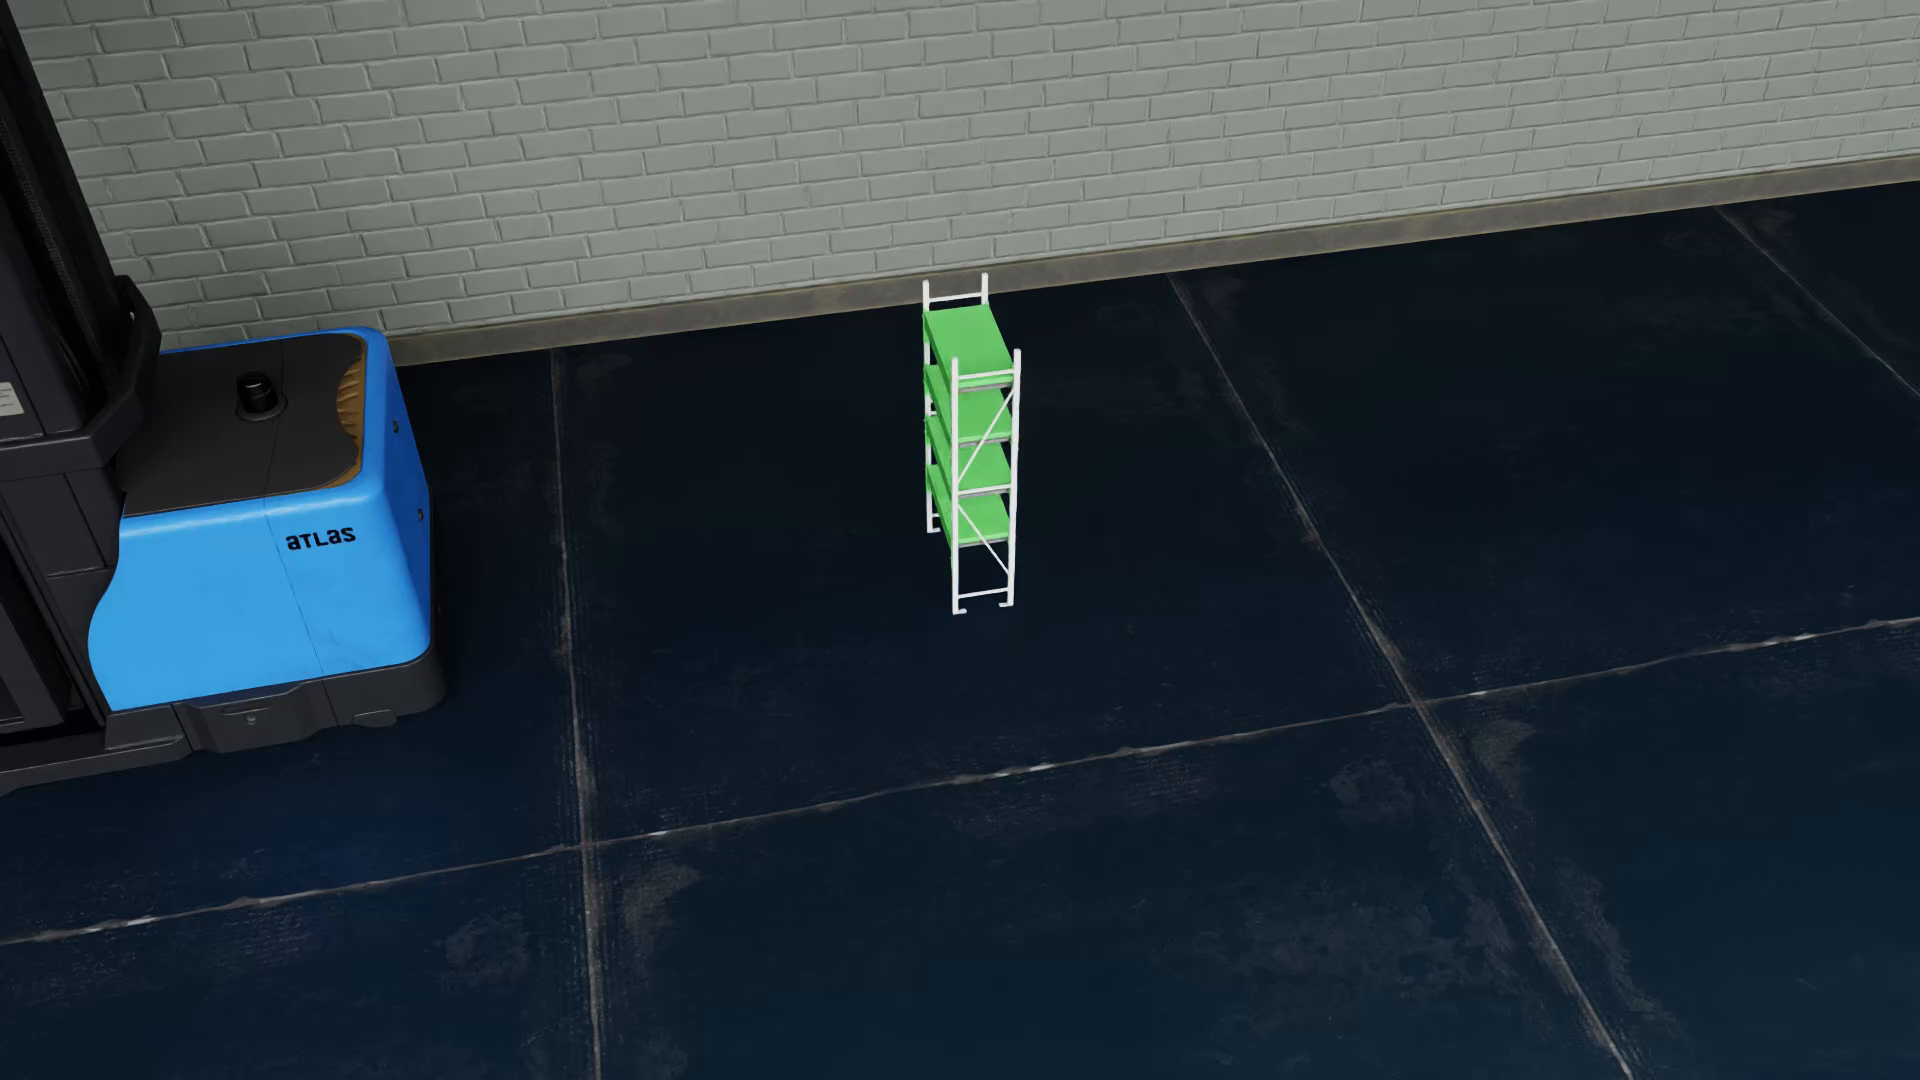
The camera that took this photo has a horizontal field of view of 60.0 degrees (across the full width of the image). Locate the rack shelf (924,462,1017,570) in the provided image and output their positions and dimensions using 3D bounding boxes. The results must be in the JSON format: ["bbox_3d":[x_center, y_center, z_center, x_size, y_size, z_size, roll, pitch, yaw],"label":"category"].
[{"bbox_3d":[0.036,-0.114,6.433,0.258,0.148,0.480,-8,42,-9],"label":"rack shelf"}]

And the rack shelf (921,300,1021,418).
[{"bbox_3d":[0.036,-0.653,5.955,0.258,0.148,0.480,-8,42,-9],"label":"rack shelf"}]

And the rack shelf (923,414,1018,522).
[{"bbox_3d":[0.036,-0.294,6.273,0.258,0.148,0.480,-8,42,-9],"label":"rack shelf"}]

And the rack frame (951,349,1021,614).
[{"bbox_3d":[0.088,-0.183,6.053,0.240,1.200,0.015,-8,42,-9],"label":"rack frame"}]

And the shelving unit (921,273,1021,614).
[{"bbox_3d":[0.036,-0.341,6.231,0.258,1.200,0.503,-8,42,-9],"label":"shelving unit"}]

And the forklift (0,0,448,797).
[{"bbox_3d":[-3.431,-0.542,5.152,3.031,2.935,1.130,-9,42,-10],"label":"forklift"}]

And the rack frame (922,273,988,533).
[{"bbox_3d":[-0.017,-0.500,6.409,0.240,1.200,0.015,-8,42,-9],"label":"rack frame"}]

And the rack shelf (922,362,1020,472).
[{"bbox_3d":[0.036,-0.473,6.114,0.258,0.148,0.480,-8,42,-9],"label":"rack shelf"}]
